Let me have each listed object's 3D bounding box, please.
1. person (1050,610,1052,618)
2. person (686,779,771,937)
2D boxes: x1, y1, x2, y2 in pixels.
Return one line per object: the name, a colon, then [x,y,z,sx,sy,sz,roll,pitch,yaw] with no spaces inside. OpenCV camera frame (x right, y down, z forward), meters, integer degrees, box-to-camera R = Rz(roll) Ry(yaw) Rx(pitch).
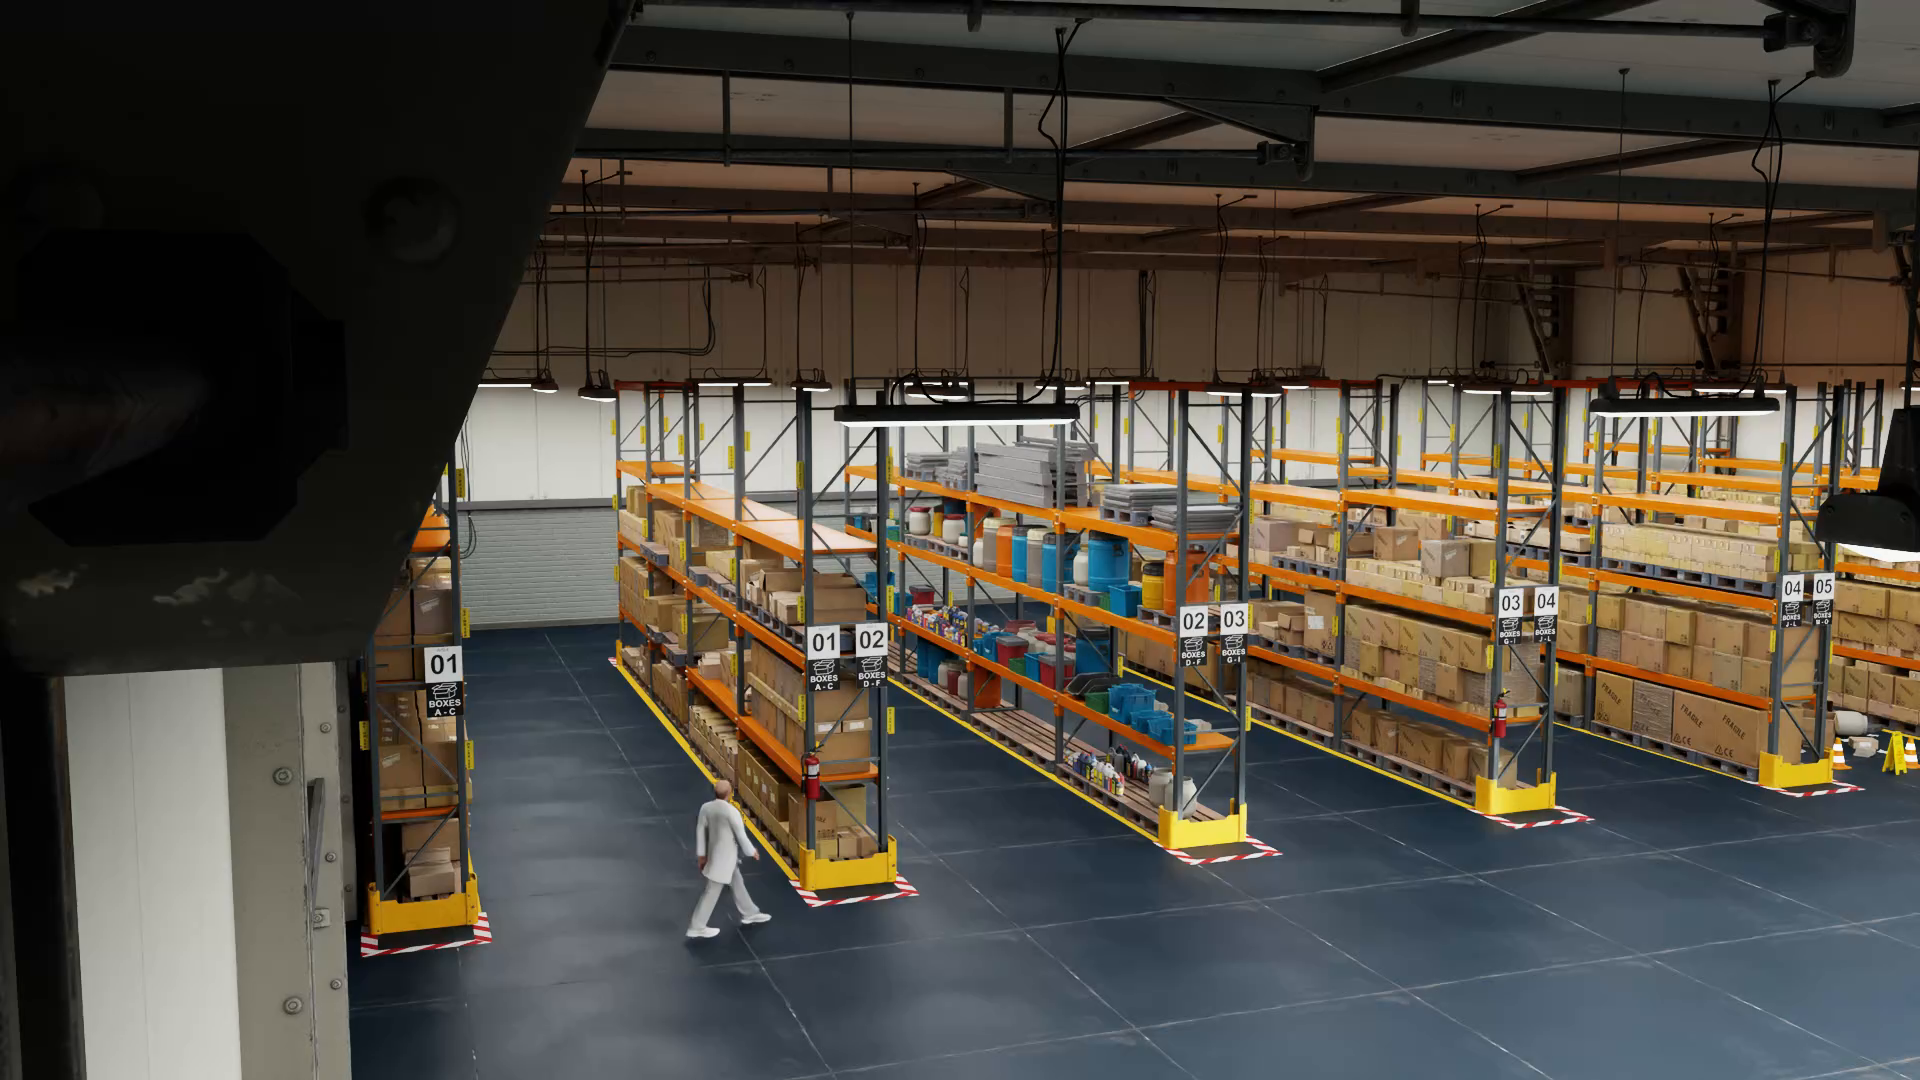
person: [2.369,1.258,39.649,0.623,1.772,0.410,-4,7,-32]
person: [-2.535,3.490,18.383,1.064,1.731,0.557,-3,7,-28]
